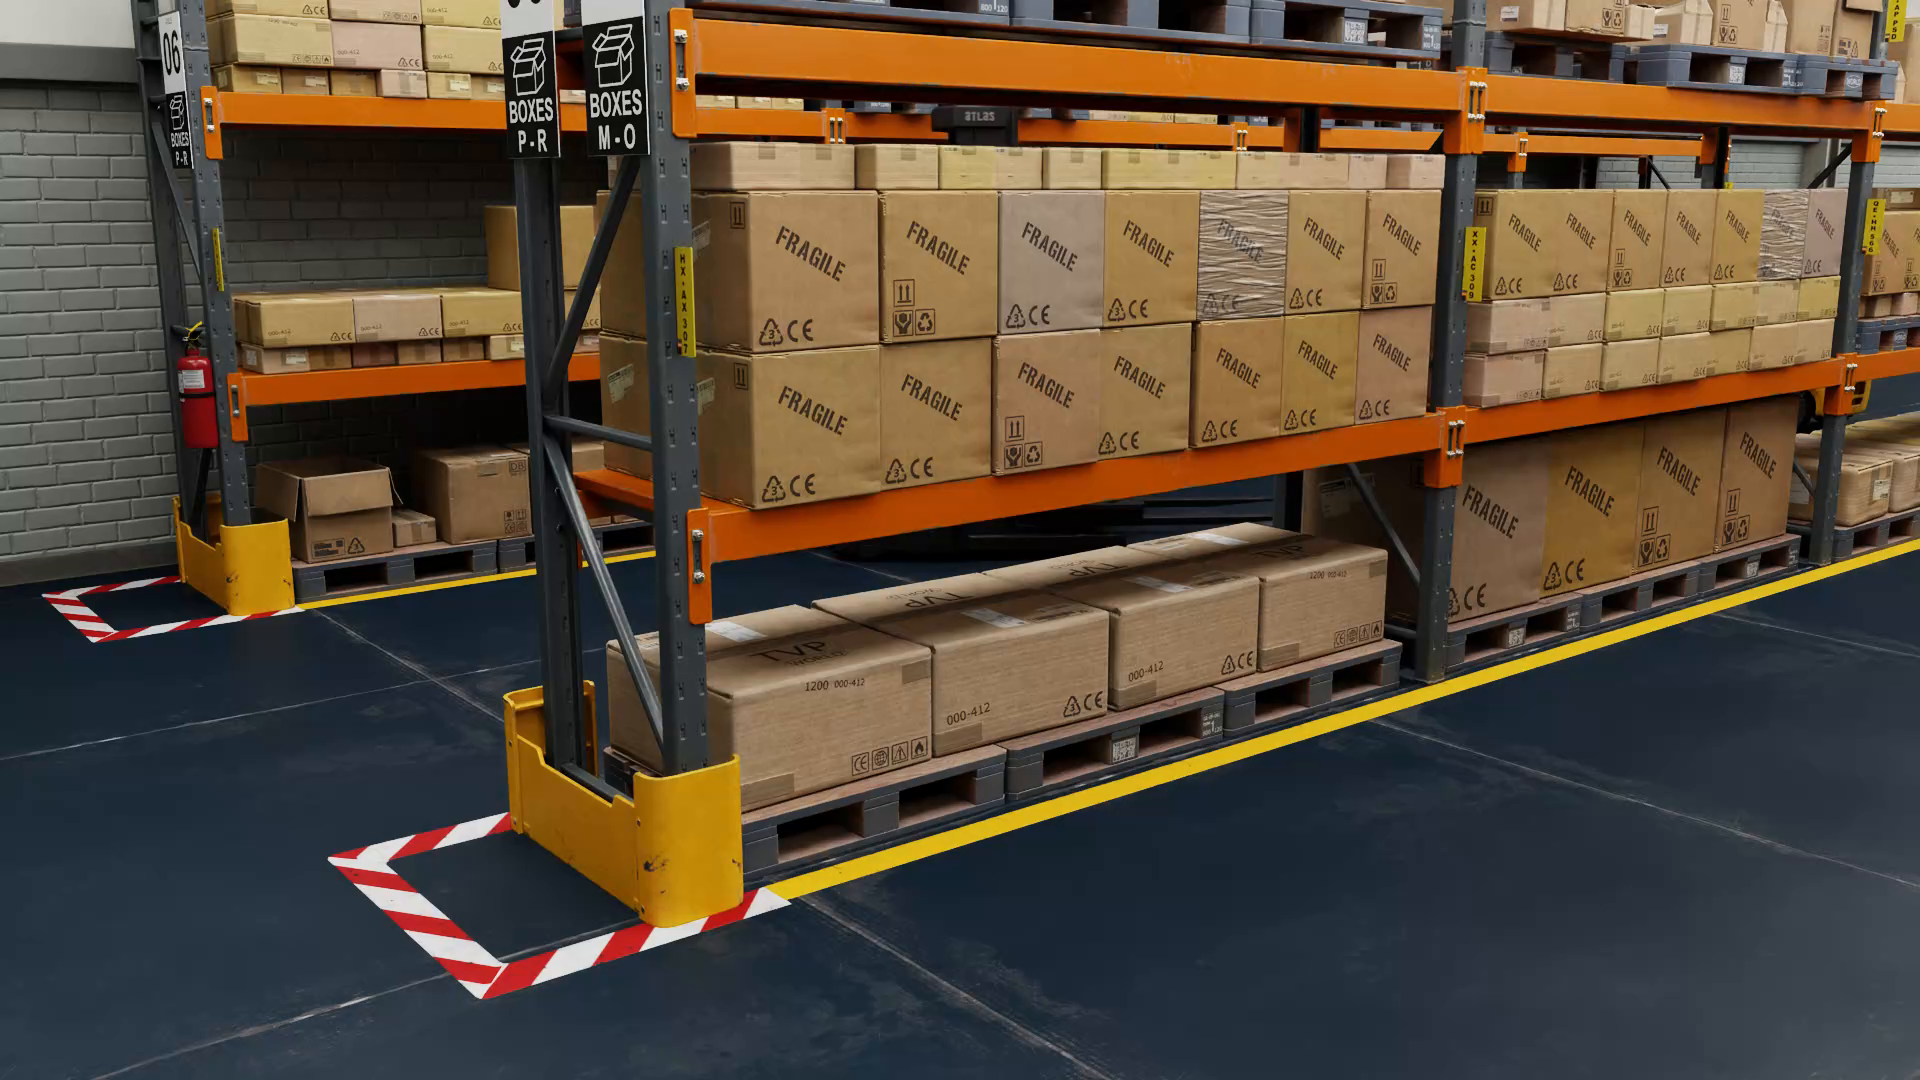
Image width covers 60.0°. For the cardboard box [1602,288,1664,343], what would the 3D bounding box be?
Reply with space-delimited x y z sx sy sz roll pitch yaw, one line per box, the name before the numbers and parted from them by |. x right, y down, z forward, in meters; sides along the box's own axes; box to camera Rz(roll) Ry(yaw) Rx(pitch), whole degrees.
cardboard box | 3.274 -1.179 8.619 0.500 0.250 0.500 -9 15 -37

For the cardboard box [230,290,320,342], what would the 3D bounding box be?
cardboard box | -4.080 -1.324 9.787 0.500 0.250 0.500 -9 15 -36

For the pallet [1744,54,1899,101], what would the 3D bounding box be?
pallet | 4.608 -2.665 9.692 1.003 0.211 1.213 -9 15 -35

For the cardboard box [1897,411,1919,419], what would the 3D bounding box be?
cardboard box | 7.793 -0.753 12.770 0.625 0.372 0.950 -9 15 -37

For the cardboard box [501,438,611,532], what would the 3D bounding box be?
cardboard box | -2.569 -0.353 10.576 0.500 0.500 0.500 -9 15 -37

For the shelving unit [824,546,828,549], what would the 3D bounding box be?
shelving unit | -1.137 -0.529 10.729 0.503 1.200 0.258 -5 13 -24

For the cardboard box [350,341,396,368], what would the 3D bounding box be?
cardboard box | -3.492 -1.105 9.714 0.250 0.149 0.380 -10 15 -38

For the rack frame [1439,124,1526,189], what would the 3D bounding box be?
rack frame | 5.097 -2.706 16.652 0.127 3.000 1.000 -9 15 -38

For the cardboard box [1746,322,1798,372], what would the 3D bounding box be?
cardboard box | 4.456 -1.133 9.602 0.500 0.250 0.500 -9 15 -37

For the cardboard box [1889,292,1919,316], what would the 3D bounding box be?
cardboard box | 5.932 -1.536 10.737 0.250 0.149 0.380 -11 16 -41

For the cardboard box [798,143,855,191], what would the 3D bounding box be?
cardboard box | -0.559 -1.247 5.568 0.250 0.149 0.380 -9 15 -36

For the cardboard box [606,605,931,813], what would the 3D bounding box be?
cardboard box | -0.716 0.602 6.232 0.875 0.438 0.875 -10 16 -40

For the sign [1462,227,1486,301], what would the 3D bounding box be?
sign | 2.302 -1.236 7.453 0.005 0.325 0.100 -9 15 -38

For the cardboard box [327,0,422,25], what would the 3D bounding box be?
cardboard box | -3.361 -3.013 9.316 0.500 0.250 0.500 -10 15 -38

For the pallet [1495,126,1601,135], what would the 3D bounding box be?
pallet | 5.747 -4.245 16.890 1.213 0.211 1.003 -9 15 -38

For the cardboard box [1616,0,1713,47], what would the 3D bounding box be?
cardboard box | 3.600 -2.651 8.482 0.258 0.266 0.396 -8 14 -33

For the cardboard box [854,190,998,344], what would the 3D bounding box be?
cardboard box | -0.217 -0.967 5.812 0.500 0.500 0.500 -10 16 -39

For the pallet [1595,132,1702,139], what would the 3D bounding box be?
pallet | 7.653 -4.562 18.381 1.213 0.211 1.003 -9 15 -38

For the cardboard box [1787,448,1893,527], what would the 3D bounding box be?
cardboard box | 5.525 -0.374 10.985 0.625 0.372 0.950 -11 16 -41

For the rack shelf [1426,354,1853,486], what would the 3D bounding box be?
rack shelf | 3.516 -0.771 9.271 4.000 0.370 1.077 -9 15 -38

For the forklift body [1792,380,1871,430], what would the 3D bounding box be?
forklift body | 7.880 -2.268 16.632 1.214 2.155 2.313 -9 15 -38

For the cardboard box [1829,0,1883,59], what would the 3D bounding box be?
cardboard box | 4.878 -3.032 9.707 0.637 0.503 0.797 -11 16 -41

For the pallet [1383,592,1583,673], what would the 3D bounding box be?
pallet | 2.510 0.388 8.793 1.213 0.211 1.003 -9 15 -38

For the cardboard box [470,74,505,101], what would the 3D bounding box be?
cardboard box | -2.866 -2.659 9.812 0.250 0.149 0.380 -10 15 -38

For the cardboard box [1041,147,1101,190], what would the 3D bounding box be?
cardboard box | 0.303 -1.367 6.135 0.250 0.149 0.380 -9 15 -37

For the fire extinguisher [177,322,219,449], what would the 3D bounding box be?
fire extinguisher | -4.099 -0.835 8.923 0.183 0.674 0.296 -9 15 -38

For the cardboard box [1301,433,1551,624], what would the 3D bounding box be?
cardboard box | 2.388 -0.123 8.591 0.875 0.875 0.875 -9 15 -36

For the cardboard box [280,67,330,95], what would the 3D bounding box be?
cardboard box | -3.690 -2.535 9.231 0.250 0.149 0.380 -9 15 -37

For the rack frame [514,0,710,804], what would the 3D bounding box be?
rack frame | -1.169 -0.345 5.530 0.127 3.000 1.000 -9 15 -38

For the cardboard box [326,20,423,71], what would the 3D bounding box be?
cardboard box | -3.372 -2.771 9.381 0.500 0.250 0.500 -9 15 -37

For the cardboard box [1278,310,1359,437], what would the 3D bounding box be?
cardboard box | 1.354 -0.743 7.166 0.500 0.500 0.500 -10 16 -39

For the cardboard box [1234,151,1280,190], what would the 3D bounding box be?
cardboard box | 1.079 -1.506 6.789 0.250 0.149 0.380 -10 15 -38

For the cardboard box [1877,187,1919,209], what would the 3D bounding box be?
cardboard box | 6.829 -2.457 11.951 0.250 0.149 0.380 -8 15 -35

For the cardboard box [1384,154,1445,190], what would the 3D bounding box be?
cardboard box | 1.913 -1.627 7.361 0.250 0.149 0.380 -10 15 -39

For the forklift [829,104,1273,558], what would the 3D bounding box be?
forklift | 0.657 -1.417 10.744 3.031 2.935 1.130 -1 12 -4

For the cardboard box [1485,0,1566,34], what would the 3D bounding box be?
cardboard box | 2.564 -2.479 7.671 0.258 0.266 0.396 -10 15 -38

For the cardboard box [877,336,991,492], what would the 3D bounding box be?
cardboard box | -0.237 -0.479 5.924 0.500 0.500 0.500 -10 15 -38

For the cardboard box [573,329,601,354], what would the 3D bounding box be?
cardboard box | -2.457 -1.266 10.472 0.250 0.149 0.380 -9 15 -38

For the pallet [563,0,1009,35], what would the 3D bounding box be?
pallet | -0.596 -1.866 5.689 1.213 0.211 1.003 -9 15 -38

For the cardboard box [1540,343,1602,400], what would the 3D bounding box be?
cardboard box | 2.866 -0.872 8.374 0.500 0.250 0.500 -10 16 -39

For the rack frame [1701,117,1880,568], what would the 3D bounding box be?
rack frame | 5.078 -1.383 10.418 0.127 3.000 1.000 -9 15 -38

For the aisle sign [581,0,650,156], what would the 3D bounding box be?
aisle sign | -1.044 -1.560 4.994 0.004 0.787 0.394 -9 15 -38

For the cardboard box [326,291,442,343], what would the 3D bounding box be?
cardboard box | -3.357 -1.302 9.683 0.500 0.250 0.500 -9 15 -37

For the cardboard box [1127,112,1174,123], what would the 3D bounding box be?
cardboard box | 1.333 -3.410 13.105 0.500 0.250 0.500 -9 15 -37

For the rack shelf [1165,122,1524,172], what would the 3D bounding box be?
rack shelf | 3.536 -3.562 15.193 4.000 0.370 1.077 -9 15 -38

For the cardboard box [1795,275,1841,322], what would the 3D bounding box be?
cardboard box | 4.858 -1.450 9.892 0.500 0.250 0.500 -10 15 -38

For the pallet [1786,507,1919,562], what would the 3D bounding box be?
pallet | 5.689 -0.120 11.184 1.213 0.211 1.003 -9 15 -38

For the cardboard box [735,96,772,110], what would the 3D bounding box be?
cardboard box | -1.439 -2.887 10.885 0.250 0.149 0.380 -9 15 -38

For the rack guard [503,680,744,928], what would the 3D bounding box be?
rack guard | -1.188 0.881 5.775 0.348 0.500 1.175 -9 15 -38

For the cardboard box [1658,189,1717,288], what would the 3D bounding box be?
cardboard box | 3.650 -1.615 8.866 0.500 0.500 0.500 -10 15 -39

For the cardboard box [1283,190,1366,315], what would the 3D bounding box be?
cardboard box | 1.357 -1.231 7.057 0.500 0.500 0.500 -10 15 -38

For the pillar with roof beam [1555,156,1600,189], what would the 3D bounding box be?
pillar with roof beam | 9.803 -5.517 15.448 0.400 9.000 9.100 -9 15 -38
